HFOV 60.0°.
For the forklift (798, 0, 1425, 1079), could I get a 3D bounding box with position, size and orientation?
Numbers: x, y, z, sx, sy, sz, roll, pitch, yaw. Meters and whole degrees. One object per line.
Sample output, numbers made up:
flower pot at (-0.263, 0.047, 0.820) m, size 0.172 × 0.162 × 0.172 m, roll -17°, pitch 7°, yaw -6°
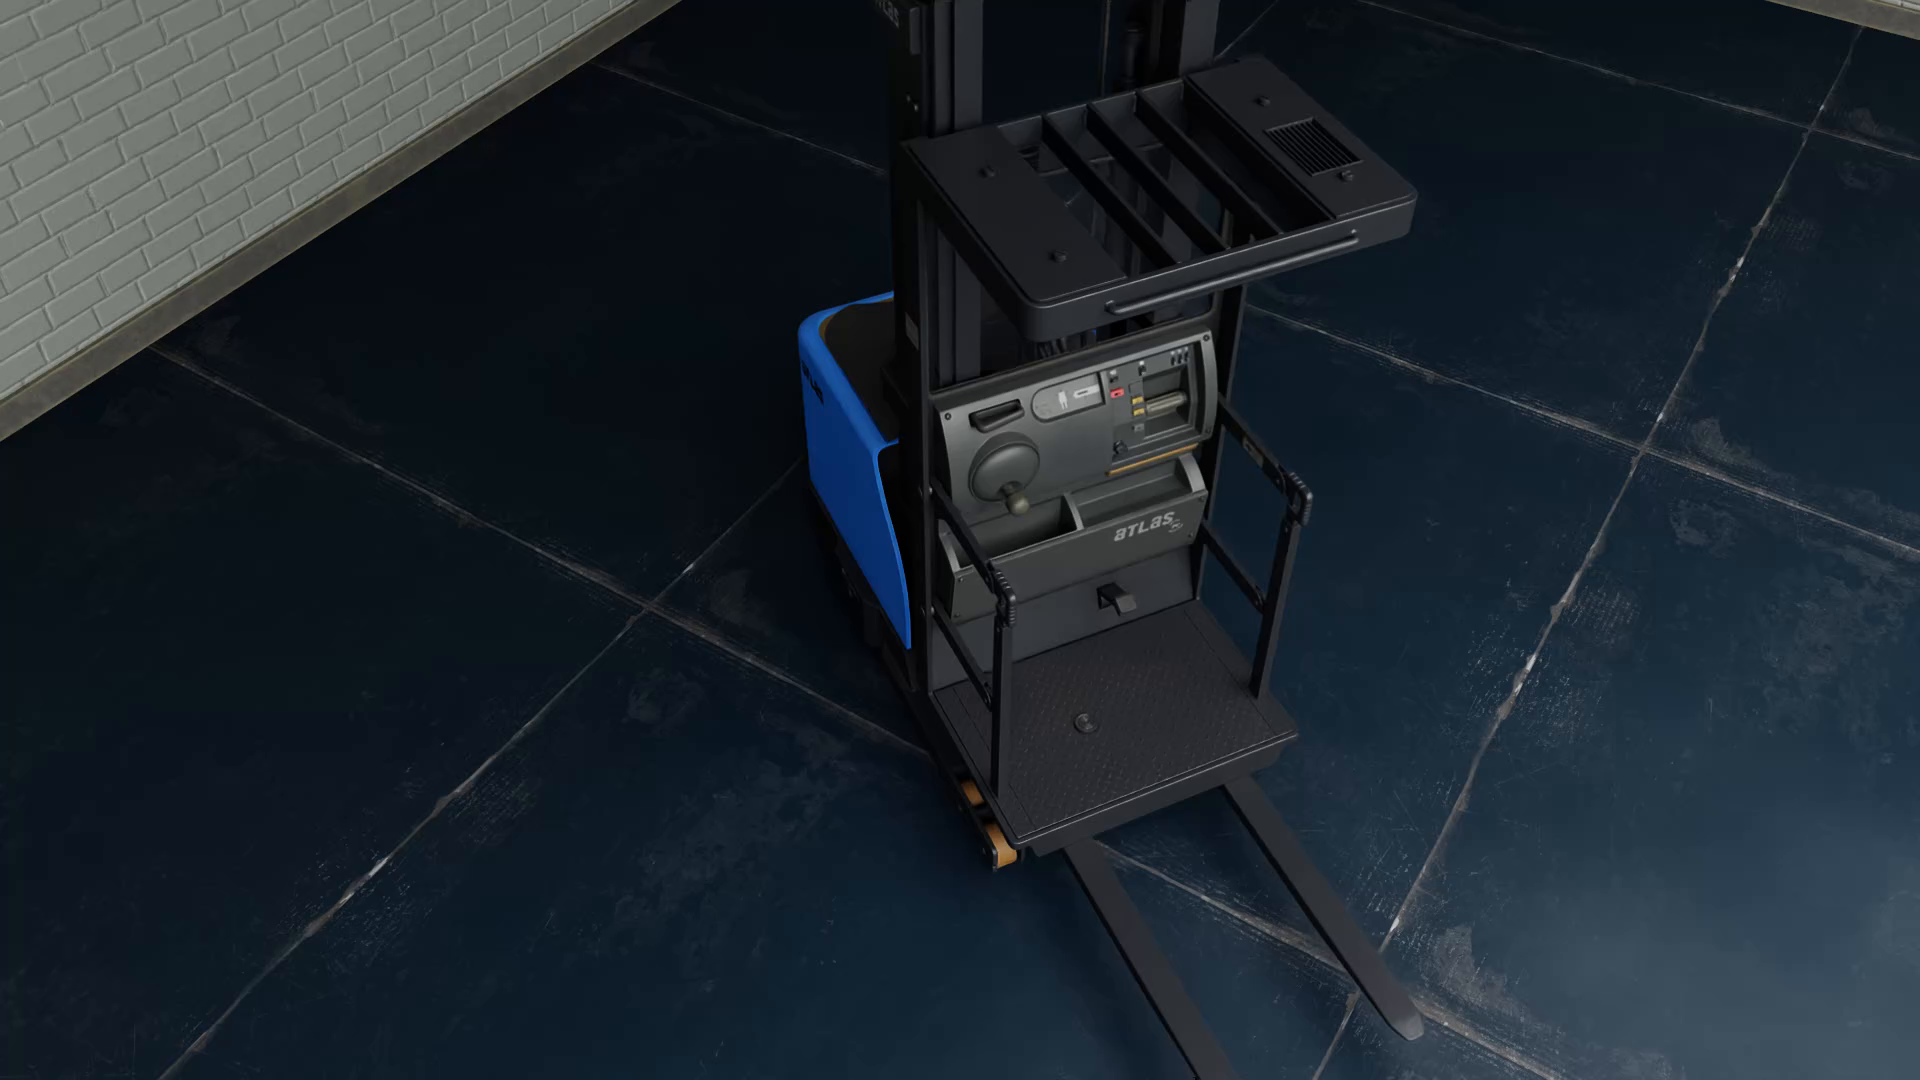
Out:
forklift at (0.465, -0.269, 4.968) m, size 1.130 × 2.935 × 3.031 m, roll -18°, pitch 49°, yaw -17°
